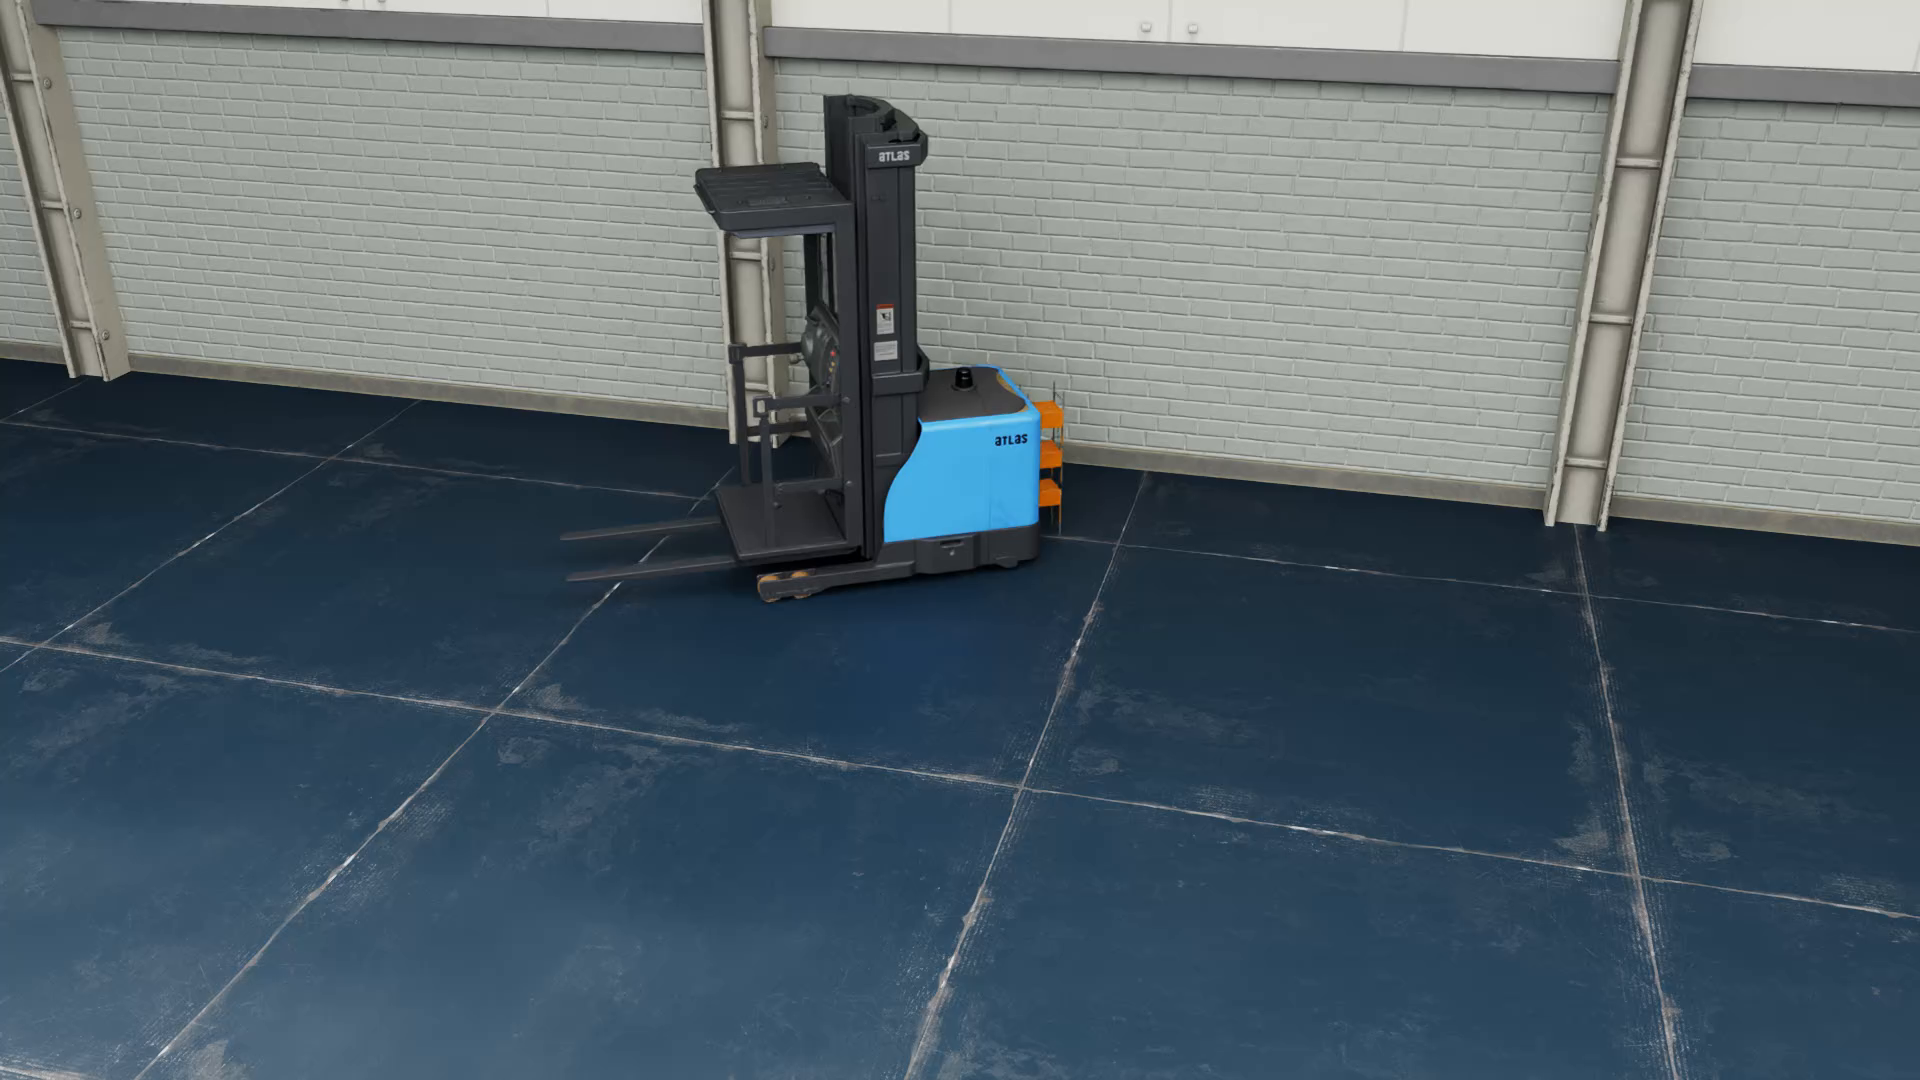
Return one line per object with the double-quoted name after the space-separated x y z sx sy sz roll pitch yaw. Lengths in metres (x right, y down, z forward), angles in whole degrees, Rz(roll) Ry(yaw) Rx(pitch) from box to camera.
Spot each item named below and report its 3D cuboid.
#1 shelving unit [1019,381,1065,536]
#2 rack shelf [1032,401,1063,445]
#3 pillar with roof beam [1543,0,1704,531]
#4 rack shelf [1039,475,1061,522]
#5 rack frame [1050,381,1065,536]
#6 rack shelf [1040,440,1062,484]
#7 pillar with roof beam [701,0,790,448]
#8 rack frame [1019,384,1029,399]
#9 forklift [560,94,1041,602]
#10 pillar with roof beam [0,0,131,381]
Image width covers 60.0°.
0.536 -0.527 11.135 0.252 1.050 0.215 -7 26 -14 "shelving unit"
0.536 -0.773 11.017 0.240 0.259 0.215 -7 26 -14 "rack shelf"
3.192 -2.415 5.853 0.400 9.000 9.100 6 26 13 "pillar with roof beam"
0.536 -0.266 11.259 0.240 0.259 0.215 -7 26 -14 "rack shelf"
0.653 -0.541 11.164 0.008 1.050 0.200 -7 26 -14 "rack frame"
0.536 -0.517 11.139 0.240 0.259 0.215 -7 26 -14 "rack shelf"
-2.619 -3.057 7.202 0.400 9.000 9.100 6 26 13 "pillar with roof beam"
0.418 -0.512 11.105 0.008 1.050 0.200 -7 26 -14 "rack frame"
-1.049 -1.187 10.333 3.031 2.935 1.130 -7 26 -14 "forklift"
-8.430 -3.699 8.551 0.400 9.000 9.100 6 26 13 "pillar with roof beam"
